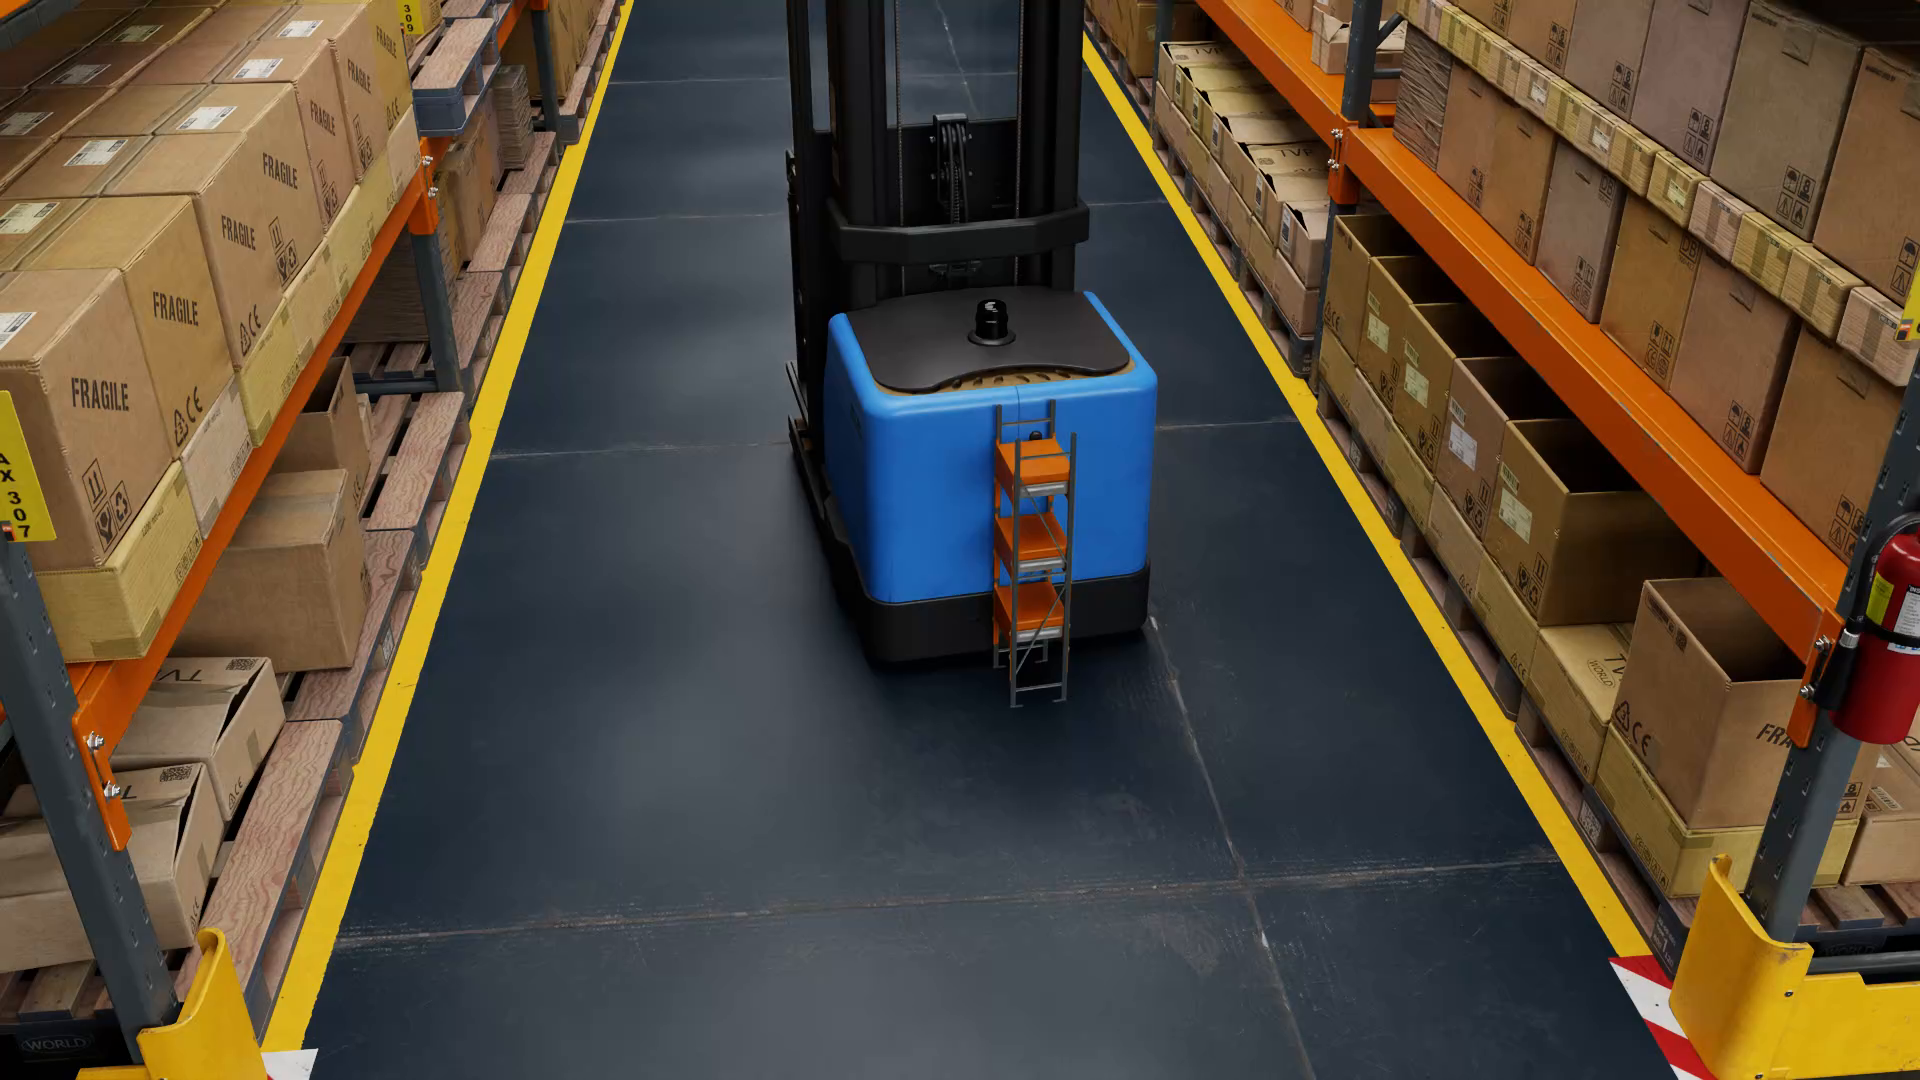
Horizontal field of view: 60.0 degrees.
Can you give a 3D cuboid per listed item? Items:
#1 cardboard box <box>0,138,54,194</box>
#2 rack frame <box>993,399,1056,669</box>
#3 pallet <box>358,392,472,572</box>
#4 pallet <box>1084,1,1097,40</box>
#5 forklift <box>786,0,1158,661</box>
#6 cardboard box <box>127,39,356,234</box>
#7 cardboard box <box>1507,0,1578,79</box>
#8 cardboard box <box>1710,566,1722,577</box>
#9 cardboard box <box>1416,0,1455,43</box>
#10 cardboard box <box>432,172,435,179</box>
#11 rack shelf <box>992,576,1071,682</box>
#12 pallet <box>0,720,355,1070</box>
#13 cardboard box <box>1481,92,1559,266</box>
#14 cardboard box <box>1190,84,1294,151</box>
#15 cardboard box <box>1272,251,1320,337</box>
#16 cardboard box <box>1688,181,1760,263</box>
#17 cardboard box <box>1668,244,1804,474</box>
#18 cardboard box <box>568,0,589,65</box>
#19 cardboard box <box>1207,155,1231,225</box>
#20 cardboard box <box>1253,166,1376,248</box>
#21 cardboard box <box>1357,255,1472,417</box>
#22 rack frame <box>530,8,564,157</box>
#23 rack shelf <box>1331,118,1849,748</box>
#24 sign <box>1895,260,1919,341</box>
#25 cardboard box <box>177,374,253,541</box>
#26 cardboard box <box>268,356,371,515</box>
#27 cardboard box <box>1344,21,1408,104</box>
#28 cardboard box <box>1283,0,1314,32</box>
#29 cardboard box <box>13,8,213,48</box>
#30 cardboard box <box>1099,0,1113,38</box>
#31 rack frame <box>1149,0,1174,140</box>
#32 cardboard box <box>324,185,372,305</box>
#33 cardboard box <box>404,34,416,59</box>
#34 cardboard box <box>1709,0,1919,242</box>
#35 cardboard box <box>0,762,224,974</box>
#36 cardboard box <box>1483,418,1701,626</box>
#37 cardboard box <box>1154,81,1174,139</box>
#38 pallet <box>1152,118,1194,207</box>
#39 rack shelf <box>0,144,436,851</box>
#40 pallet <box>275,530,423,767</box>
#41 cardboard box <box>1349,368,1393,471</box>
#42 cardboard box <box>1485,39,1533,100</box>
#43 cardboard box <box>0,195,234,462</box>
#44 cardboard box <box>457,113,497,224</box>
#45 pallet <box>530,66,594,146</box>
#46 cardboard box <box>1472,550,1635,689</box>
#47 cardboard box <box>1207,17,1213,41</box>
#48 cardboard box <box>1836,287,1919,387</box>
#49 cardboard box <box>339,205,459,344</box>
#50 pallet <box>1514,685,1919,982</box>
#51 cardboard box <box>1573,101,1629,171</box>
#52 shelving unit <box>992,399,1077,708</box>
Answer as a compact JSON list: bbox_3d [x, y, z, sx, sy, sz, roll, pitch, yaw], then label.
[{"bbox_3d":[-2.728,-0.759,4.490,0.500,0.500,0.500,-4,31,-6],"label":"cardboard box"},{"bbox_3d":[0.217,-0.001,5.729,0.200,1.050,0.008,-7,32,-11],"label":"rack frame"},{"bbox_3d":[-2.659,-0.245,6.954,1.003,0.211,1.213,-3,31,-5],"label":"pallet"},{"bbox_3d":[1.541,-4.496,14.071,1.003,0.211,1.213,-3,31,-5],"label":"pallet"},{"bbox_3d":[-0.140,-1.572,6.523,1.130,2.935,3.031,-7,32,-11],"label":"forklift"},{"bbox_3d":[-2.316,-1.310,5.414,0.500,0.500,0.500,-4,31,-6],"label":"cardboard box"},{"bbox_3d":[2.317,-1.882,5.613,0.700,0.500,0.500,-3,31,-5],"label":"cardboard box"},{"bbox_3d":[2.672,0.159,5.100,0.500,0.500,0.500,-3,31,-5],"label":"cardboard box"},{"bbox_3d":[2.031,-2.069,6.559,0.380,0.149,0.250,-2,31,-4],"label":"cardboard box"},{"bbox_3d":[-2.887,-1.820,8.150,0.500,0.250,0.500,-3,31,-6],"label":"cardboard box"},{"bbox_3d":[0.245,0.307,5.774,0.215,0.259,0.240,-7,32,-11],"label":"rack shelf"},{"bbox_3d":[-2.431,1.001,4.868,1.003,0.211,1.213,-3,31,-5],"label":"pallet"},{"bbox_3d":[2.322,-1.314,5.926,0.700,0.500,0.500,-2,31,-4],"label":"cardboard box"},{"bbox_3d":[1.661,-2.495,9.727,0.500,0.311,0.500,-4,31,-6],"label":"cardboard box"},{"bbox_3d":[1.848,-1.220,8.139,0.500,0.250,0.500,-3,31,-5],"label":"cardboard box"},{"bbox_3d":[2.252,-0.880,4.568,0.380,0.149,0.250,-2,31,-4],"label":"cardboard box"},{"bbox_3d":[2.464,-0.530,4.614,0.700,0.500,0.500,-2,31,-3],"label":"cardboard box"},{"bbox_3d":[-3.144,-3.912,12.061,0.750,0.750,0.750,-3,31,-5],"label":"cardboard box"},{"bbox_3d":[1.708,-1.999,9.444,0.500,0.250,0.500,-2,31,-4],"label":"cardboard box"},{"bbox_3d":[1.797,-1.721,8.431,0.500,0.311,0.500,-2,31,-3],"label":"cardboard box"},{"bbox_3d":[1.961,-0.837,6.767,0.500,0.500,0.500,-3,31,-5],"label":"cardboard box"},{"bbox_3d":[-3.130,-3.825,10.229,1.000,3.000,0.127,-3,31,-5],"label":"rack frame"},{"bbox_3d":[2.362,-0.692,5.685,1.077,0.370,4.000,-3,31,-5],"label":"rack shelf"},{"bbox_3d":[2.007,-0.560,3.402,0.100,0.325,0.005,-3,31,-5],"label":"sign"},{"bbox_3d":[-2.175,-0.214,4.309,0.500,0.250,0.500,-4,31,-6],"label":"cardboard box"},{"bbox_3d":[-2.620,-0.371,6.454,0.500,0.500,0.500,-5,31,-8],"label":"cardboard box"},{"bbox_3d":[2.086,-2.207,7.666,0.500,0.250,0.500,-1,31,-1],"label":"cardboard box"},{"bbox_3d":[2.024,-2.983,8.721,0.500,0.500,0.500,-3,31,-5],"label":"cardboard box"},{"bbox_3d":[-2.876,-1.535,5.790,0.500,0.500,0.500,-3,31,-5],"label":"cardboard box"},{"bbox_3d":[1.377,-4.178,12.828,0.500,0.500,0.500,-4,31,-6],"label":"cardboard box"},{"bbox_3d":[1.801,-4.064,10.629,1.000,3.000,0.127,-3,31,-5],"label":"rack frame"},{"bbox_3d":[-2.310,-0.989,5.607,0.500,0.250,0.500,-3,31,-5],"label":"cardboard box"},{"bbox_3d":[-2.770,-2.276,7.109,0.700,0.500,0.500,-3,31,-4],"label":"cardboard box"},{"bbox_3d":[2.458,-1.114,4.327,0.700,0.500,0.500,-4,31,-6],"label":"cardboard box"},{"bbox_3d":[-2.358,0.867,4.566,0.500,0.311,0.500,-6,31,-10],"label":"cardboard box"},{"bbox_3d":[2.094,-0.071,5.484,0.500,0.500,0.500,-3,31,-5],"label":"cardboard box"},{"bbox_3d":[1.558,-2.783,10.755,0.500,0.250,0.500,-3,31,-5],"label":"cardboard box"},{"bbox_3d":[1.839,-2.445,10.638,1.003,0.211,1.213,-3,31,-5],"label":"pallet"},{"bbox_3d":[-2.570,-0.453,5.285,1.077,0.370,4.000,-3,31,-5],"label":"rack shelf"},{"bbox_3d":[-2.542,0.380,5.908,1.003,0.211,1.213,-3,31,-5],"label":"pallet"},{"bbox_3d":[1.958,-0.515,6.959,0.500,0.250,0.500,-3,31,-5],"label":"cardboard box"},{"bbox_3d":[2.104,-1.676,5.900,0.380,0.149,0.250,-4,31,-6],"label":"cardboard box"},{"bbox_3d":[-2.164,-0.518,4.087,0.500,0.500,0.500,-3,31,-4],"label":"cardboard box"},{"bbox_3d":[-3.004,-2.055,9.274,0.700,0.500,0.500,-3,31,-5],"label":"cardboard box"},{"bbox_3d":[-3.129,-3.034,11.624,1.003,0.211,1.213,-3,31,-5],"label":"pallet"},{"bbox_3d":[2.097,0.251,5.677,0.500,0.250,0.500,-3,31,-5],"label":"cardboard box"},{"bbox_3d":[1.989,-3.693,12.017,0.500,0.500,0.500,-4,31,-6],"label":"cardboard box"},{"bbox_3d":[2.323,-0.487,3.911,0.380,0.149,0.250,-3,31,-5],"label":"cardboard box"},{"bbox_3d":[-2.842,-1.274,7.966,0.700,0.500,0.500,-2,31,-3],"label":"cardboard box"},{"bbox_3d":[2.436,0.829,5.157,1.003,0.211,1.213,-3,31,-5],"label":"pallet"},{"bbox_3d":[2.176,-1.279,5.236,0.380,0.149,0.250,-3,31,-5],"label":"cardboard box"},{"bbox_3d":[0.245,0.060,5.626,0.215,1.050,0.252,-7,32,-11],"label":"shelving unit"}]
